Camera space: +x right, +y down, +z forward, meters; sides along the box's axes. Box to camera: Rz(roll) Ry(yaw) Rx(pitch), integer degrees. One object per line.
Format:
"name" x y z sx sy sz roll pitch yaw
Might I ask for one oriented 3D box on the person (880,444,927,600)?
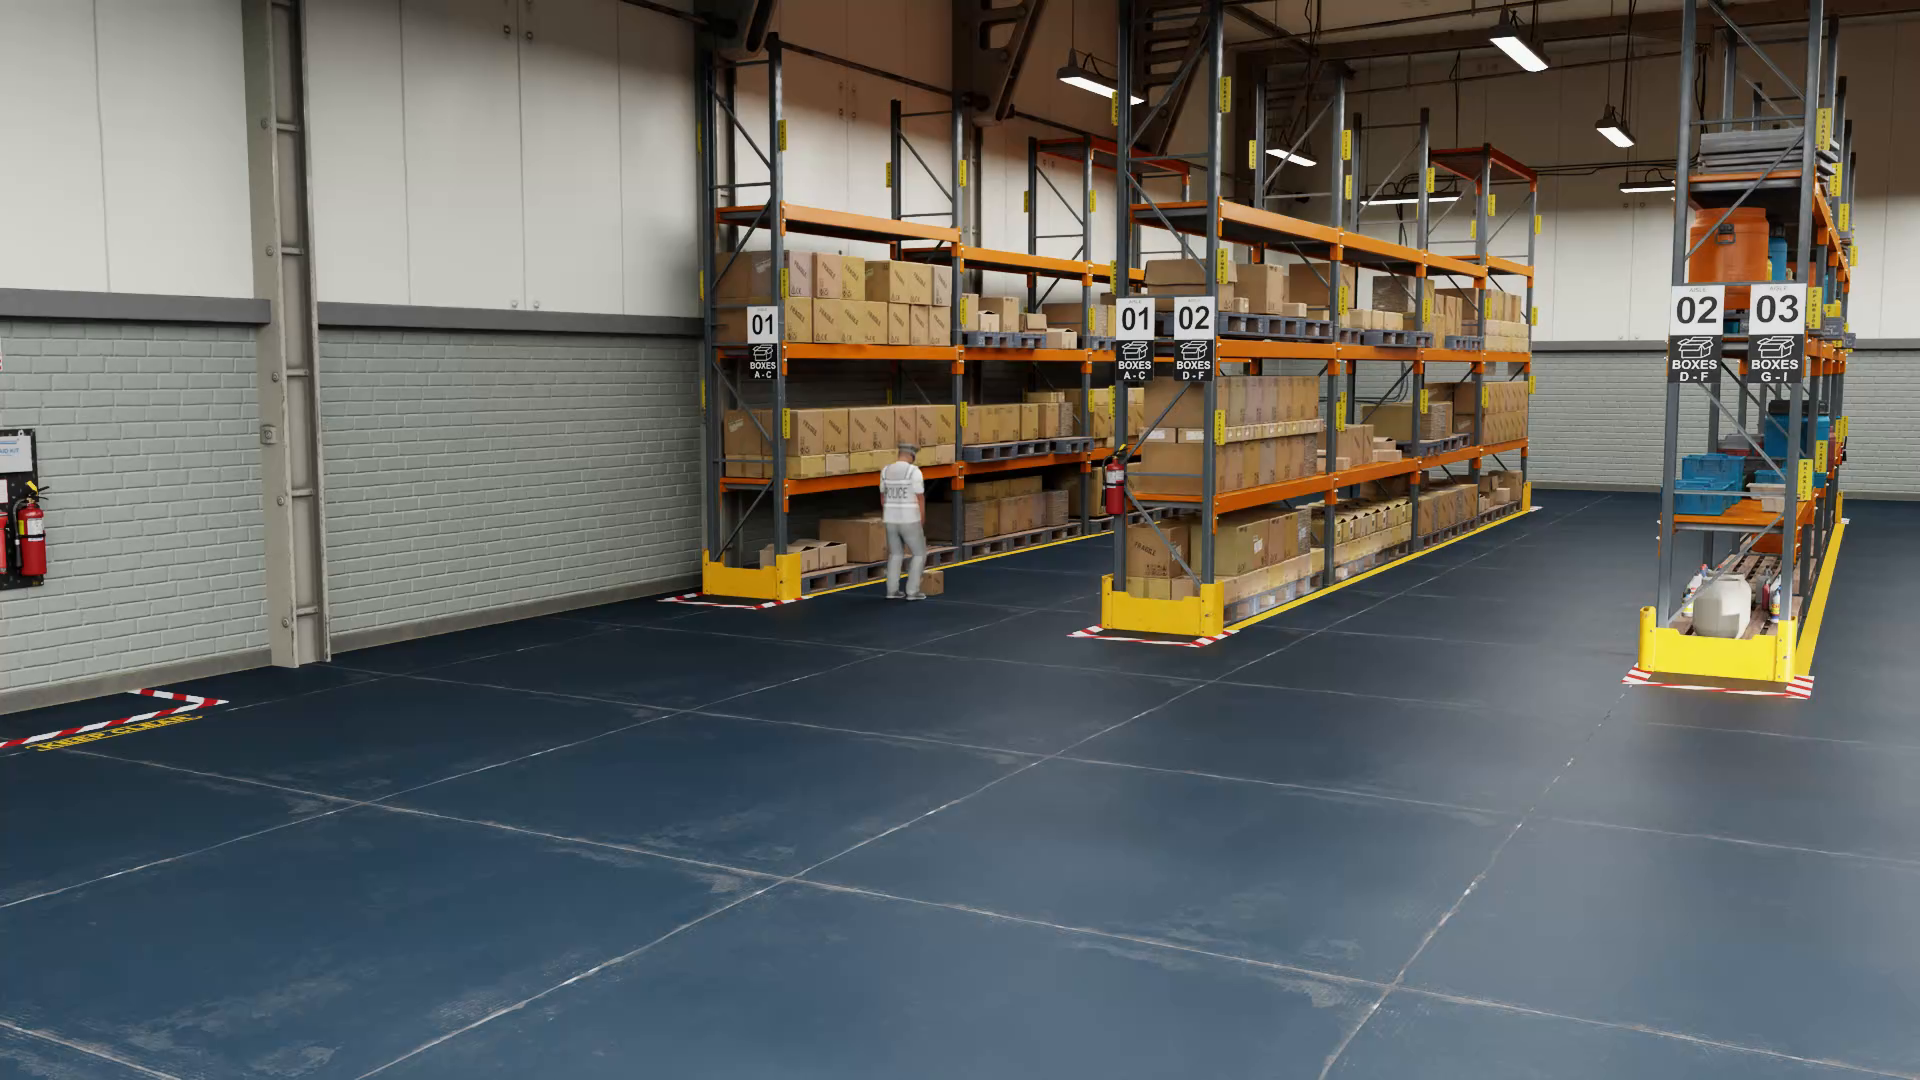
"person" -0.628 -0.194 18.248 0.554 1.710 0.475 3 7 30
